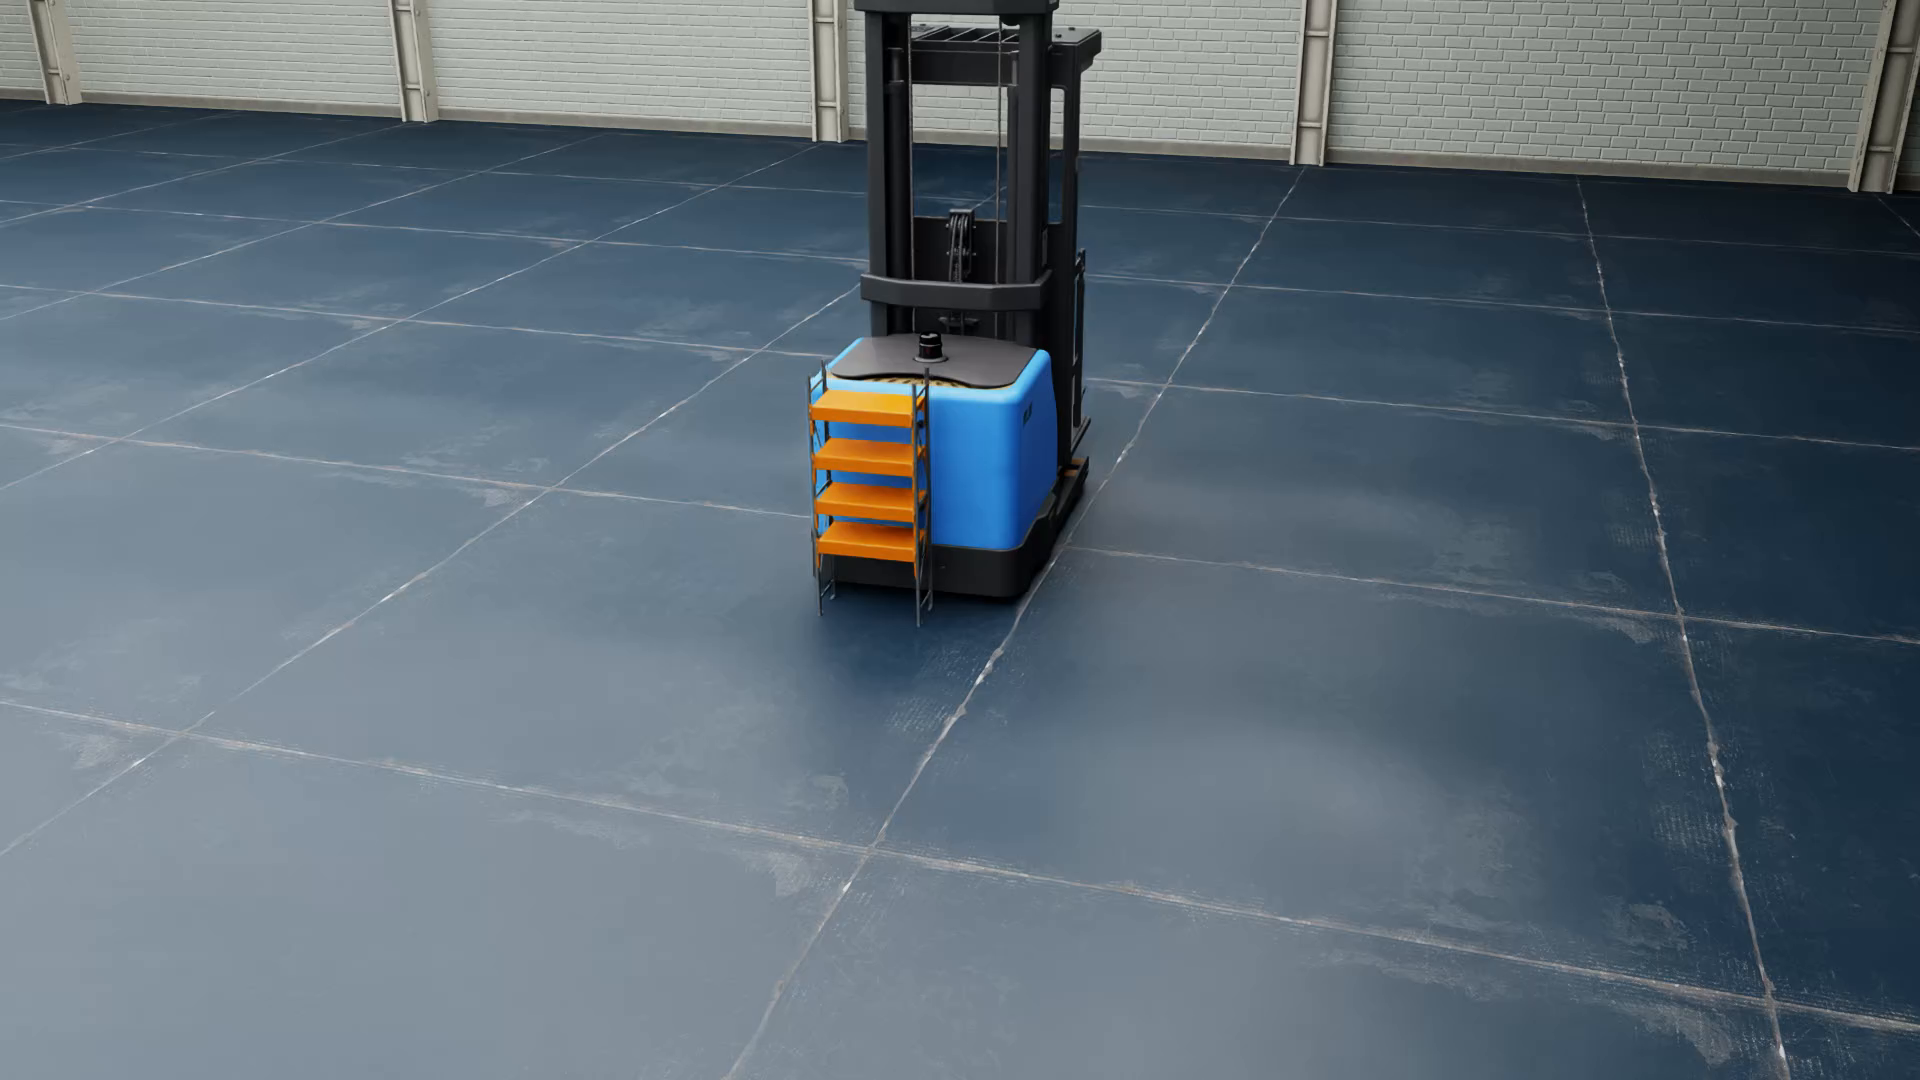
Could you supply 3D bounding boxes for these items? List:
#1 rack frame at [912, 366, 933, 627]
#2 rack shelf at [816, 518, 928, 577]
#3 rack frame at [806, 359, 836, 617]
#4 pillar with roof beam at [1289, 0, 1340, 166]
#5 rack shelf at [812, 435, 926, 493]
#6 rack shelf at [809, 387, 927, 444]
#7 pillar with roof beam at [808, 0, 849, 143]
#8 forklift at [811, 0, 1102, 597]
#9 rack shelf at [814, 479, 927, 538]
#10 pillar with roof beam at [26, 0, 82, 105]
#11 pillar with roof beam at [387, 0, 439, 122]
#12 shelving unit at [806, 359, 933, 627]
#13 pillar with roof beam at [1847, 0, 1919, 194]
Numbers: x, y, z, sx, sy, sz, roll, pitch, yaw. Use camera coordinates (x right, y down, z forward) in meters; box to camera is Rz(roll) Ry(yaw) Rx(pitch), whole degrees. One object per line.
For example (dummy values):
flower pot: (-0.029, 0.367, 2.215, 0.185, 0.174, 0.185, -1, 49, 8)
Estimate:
rack frame: (-0.170, -0.186, 7.630, 0.015, 1.200, 0.240, 5, 25, 13)
rack shelf: (-0.405, 0.033, 7.794, 0.480, 0.148, 0.258, 5, 25, 13)
rack frame: (-0.644, -0.231, 7.739, 0.015, 1.200, 0.240, 5, 25, 13)
pillar with roof beam: (2.856, -7.042, 14.079, 0.400, 9.000, 9.100, 7, 23, 16)
rack shelf: (-0.409, -0.351, 7.620, 0.480, 0.148, 0.258, 5, 25, 13)
rack shelf: (-0.411, -0.567, 7.522, 0.480, 0.148, 0.258, 5, 25, 13)
pillar with roof beam: (-2.888, -7.699, 15.682, 0.400, 9.000, 9.100, 7, 23, 16)
forklift: (0.117, -1.614, 8.843, 1.130, 2.935, 3.031, 5, 23, 12)
rack shelf: (-0.407, -0.147, 7.712, 0.480, 0.148, 0.258, 5, 25, 13)
pillar with roof beam: (-14.376, -9.015, 18.889, 0.400, 9.000, 9.100, 7, 23, 16)
pillar with roof beam: (-8.632, -8.357, 17.286, 0.400, 9.000, 9.100, 7, 23, 16)
shelving unit: (-0.407, -0.209, 7.685, 0.503, 1.200, 0.258, 5, 25, 13)
pillar with roof beam: (8.601, -6.384, 12.475, 0.400, 9.000, 9.100, 7, 23, 16)
